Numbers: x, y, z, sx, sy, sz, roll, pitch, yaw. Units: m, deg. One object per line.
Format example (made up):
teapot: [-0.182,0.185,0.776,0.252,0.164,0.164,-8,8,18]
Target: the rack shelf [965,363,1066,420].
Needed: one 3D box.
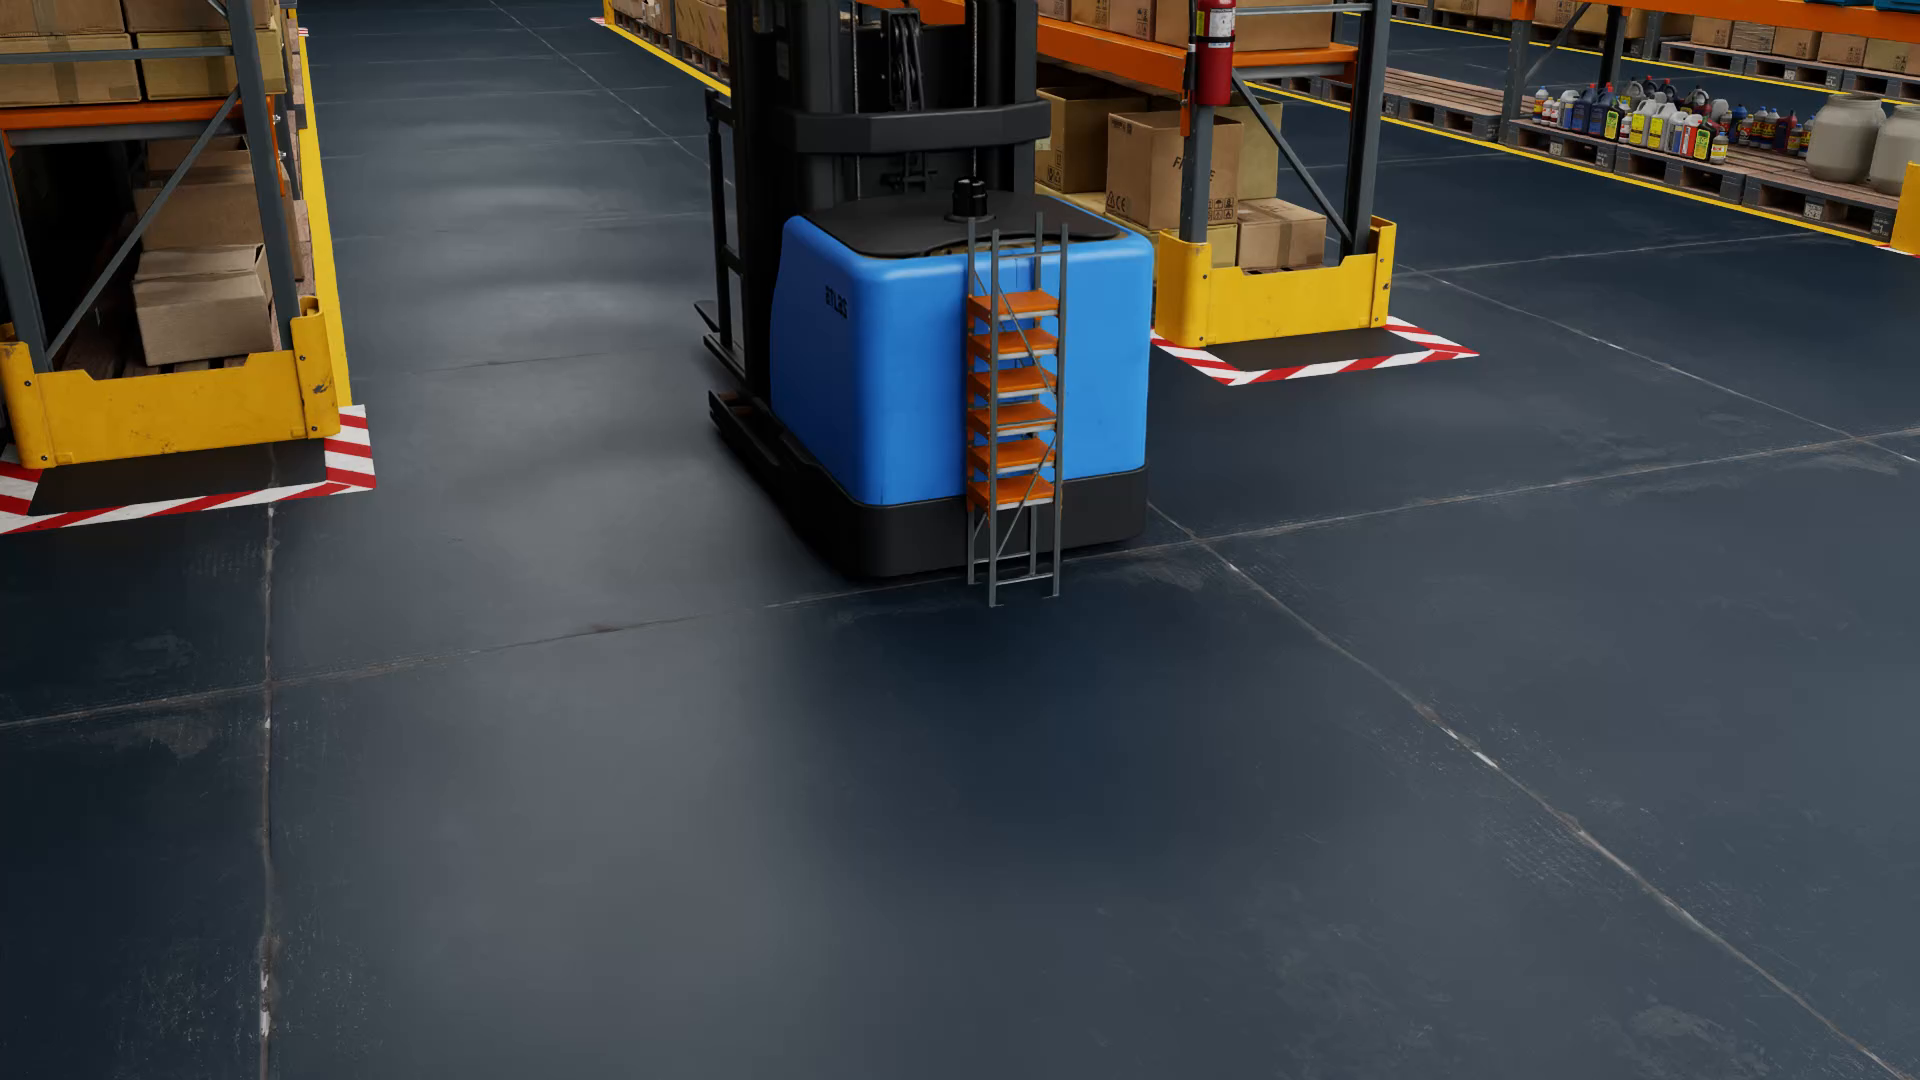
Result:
rack shelf: [0.170,-0.457,5.094,0.258,0.103,0.180,-9,24,-20]

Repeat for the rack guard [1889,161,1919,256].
rack guard: [6.101,-1.991,9.829,1.175,0.500,0.348,-8,24,-19]

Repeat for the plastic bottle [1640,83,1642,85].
plastic bottle: [5.237,-3.396,12.876,0.061,0.283,0.133,-7,24,-16]

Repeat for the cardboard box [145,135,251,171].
cardboard box: [-4.106,-1.895,9.035,0.500,0.500,0.500,-10,25,-23]

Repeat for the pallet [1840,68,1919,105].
pallet: [9.116,-4.252,15.566,1.003,0.211,1.213,-8,24,-19]

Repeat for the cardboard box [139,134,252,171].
cardboard box: [-4.786,-2.531,10.546,0.700,0.500,0.500,-7,24,-17]

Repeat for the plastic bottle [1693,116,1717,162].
plastic bottle: [5.054,-2.719,11.271,0.061,0.283,0.133,-8,24,-18]

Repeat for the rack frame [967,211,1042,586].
rack frame: [0.136,-0.420,5.202,0.240,1.200,0.006,-9,24,-20]

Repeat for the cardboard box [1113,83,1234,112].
cardboard box: [1.188,-2.302,9.383,0.500,0.500,0.500,-8,24,-19]

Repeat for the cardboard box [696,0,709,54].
cardboard box: [-2.392,-5.270,17.043,0.500,0.500,0.500,-8,24,-18]

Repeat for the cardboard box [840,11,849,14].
cardboard box: [-1.374,-4.795,15.916,0.500,0.500,0.500,-9,25,-21]

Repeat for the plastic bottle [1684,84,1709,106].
plastic bottle: [5.437,-3.175,12.266,0.144,0.351,0.185,-8,24,-19]

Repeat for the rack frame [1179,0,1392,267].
rack frame: [1.536,-2.443,7.684,1.000,3.000,0.127,-8,24,-19]

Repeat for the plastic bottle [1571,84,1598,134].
plastic bottle: [4.655,-3.206,12.340,0.144,0.351,0.185,-8,24,-18]

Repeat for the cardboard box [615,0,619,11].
cardboard box: [-4.201,-6.864,21.254,0.380,0.166,0.250,-8,24,-19]

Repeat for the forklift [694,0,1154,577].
forklift: [-0.380,-1.775,6.187,1.130,2.935,3.031,-9,24,-20]

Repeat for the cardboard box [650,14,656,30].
cardboard box: [-3.358,-5.988,19.200,0.380,0.149,0.250,-8,24,-19]

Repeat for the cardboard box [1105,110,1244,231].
cardboard box: [1.068,-1.869,8.356,0.500,0.500,0.500,-8,24,-19]

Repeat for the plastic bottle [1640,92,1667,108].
plastic bottle: [5.194,-3.229,12.489,0.152,0.276,0.135,-8,24,-19]

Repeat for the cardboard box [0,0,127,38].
cardboard box: [-3.462,-2.190,6.285,0.500,0.500,0.500,-9,24,-20]

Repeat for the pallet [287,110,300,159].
pallet: [-5.648,-3.100,12.832,1.003,0.211,1.213,-8,24,-19]

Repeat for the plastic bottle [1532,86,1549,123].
plastic bottle: [4.461,-3.344,12.769,0.097,0.271,0.097,0,23,0]

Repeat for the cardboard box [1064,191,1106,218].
cardboard box: [0.882,-1.704,8.930,0.500,0.250,0.500,-8,24,-19]

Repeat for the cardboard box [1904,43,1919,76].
cardboard box: [9.195,-4.531,15.290,0.700,0.500,0.500,-10,25,-23]

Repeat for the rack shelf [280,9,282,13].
rack shelf: [-5.216,-3.611,11.381,1.077,0.370,4.000,-8,24,-19]

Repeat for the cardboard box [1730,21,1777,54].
cardboard box: [8.442,-5.318,17.157,0.700,0.500,0.500,-10,25,-23]

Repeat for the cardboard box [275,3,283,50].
cardboard box: [-3.520,-2.480,7.938,0.500,0.250,0.500,-8,24,-19]

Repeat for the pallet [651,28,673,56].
pallet: [-2.945,-5.768,19.163,1.003,0.211,1.213,-8,24,-19]

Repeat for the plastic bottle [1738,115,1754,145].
plastic bottle: [5.631,-2.933,11.883,0.097,0.201,0.097,0,23,0]

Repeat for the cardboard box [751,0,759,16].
cardboard box: [-1.864,-5.074,15.612,0.500,0.250,0.500,-7,24,-17]

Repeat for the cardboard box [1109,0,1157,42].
cardboard box: [1.193,-2.851,8.522,0.700,0.500,0.500,-8,24,-18]

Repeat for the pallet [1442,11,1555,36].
pallet: [6.909,-6.606,21.152,1.003,0.211,1.213,-8,24,-19]

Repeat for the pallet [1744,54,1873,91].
pallet: [8.681,-4.696,16.620,1.003,0.211,1.213,-8,24,-19]

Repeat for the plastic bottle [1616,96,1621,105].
plastic bottle: [4.819,-3.134,12.270,0.097,0.271,0.097,0,23,0]

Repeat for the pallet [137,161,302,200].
pallet: [-4.786,-2.213,10.729,1.003,0.211,1.213,-8,24,-19]

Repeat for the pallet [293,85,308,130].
pallet: [-6.131,-3.681,14.211,1.003,0.211,1.213,-8,24,-19]

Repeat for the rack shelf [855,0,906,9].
rack shelf: [-0.584,-4.292,12.996,1.077,0.370,4.000,-8,24,-19]

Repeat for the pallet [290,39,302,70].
pallet: [-7.532,-5.124,17.636,1.003,0.211,1.213,-8,24,-19]

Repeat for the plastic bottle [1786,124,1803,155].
plastic bottle: [5.786,-2.774,11.505,0.097,0.201,0.097,0,23,0]

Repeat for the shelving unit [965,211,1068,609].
shelving unit: [0.170,-0.387,5.123,0.258,1.200,0.189,-9,24,-20]

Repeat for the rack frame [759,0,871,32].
rack frame: [-1.290,-5.350,14.581,1.000,3.000,0.127,-8,24,-19]

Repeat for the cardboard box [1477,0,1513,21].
cardboard box: [7.127,-6.821,20.267,1.225,0.875,0.875,-9,25,-21]

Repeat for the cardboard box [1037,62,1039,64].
cardboard box: [0.178,-2.776,10.509,0.500,0.500,0.500,-8,24,-19]

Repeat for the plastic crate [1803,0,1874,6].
plastic crate: [5.491,-3.430,10.218,0.499,0.251,0.408,-8,24,-19]

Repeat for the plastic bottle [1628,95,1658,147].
plastic bottle: [4.872,-2.983,11.811,0.144,0.351,0.185,-9,24,-19]

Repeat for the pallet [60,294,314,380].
pallet: [-3.378,-0.805,7.387,1.003,0.211,1.213,-8,24,-19]

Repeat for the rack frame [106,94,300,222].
rack frame: [-4.510,-3.215,9.517,1.000,3.000,0.127,-8,24,-19]
